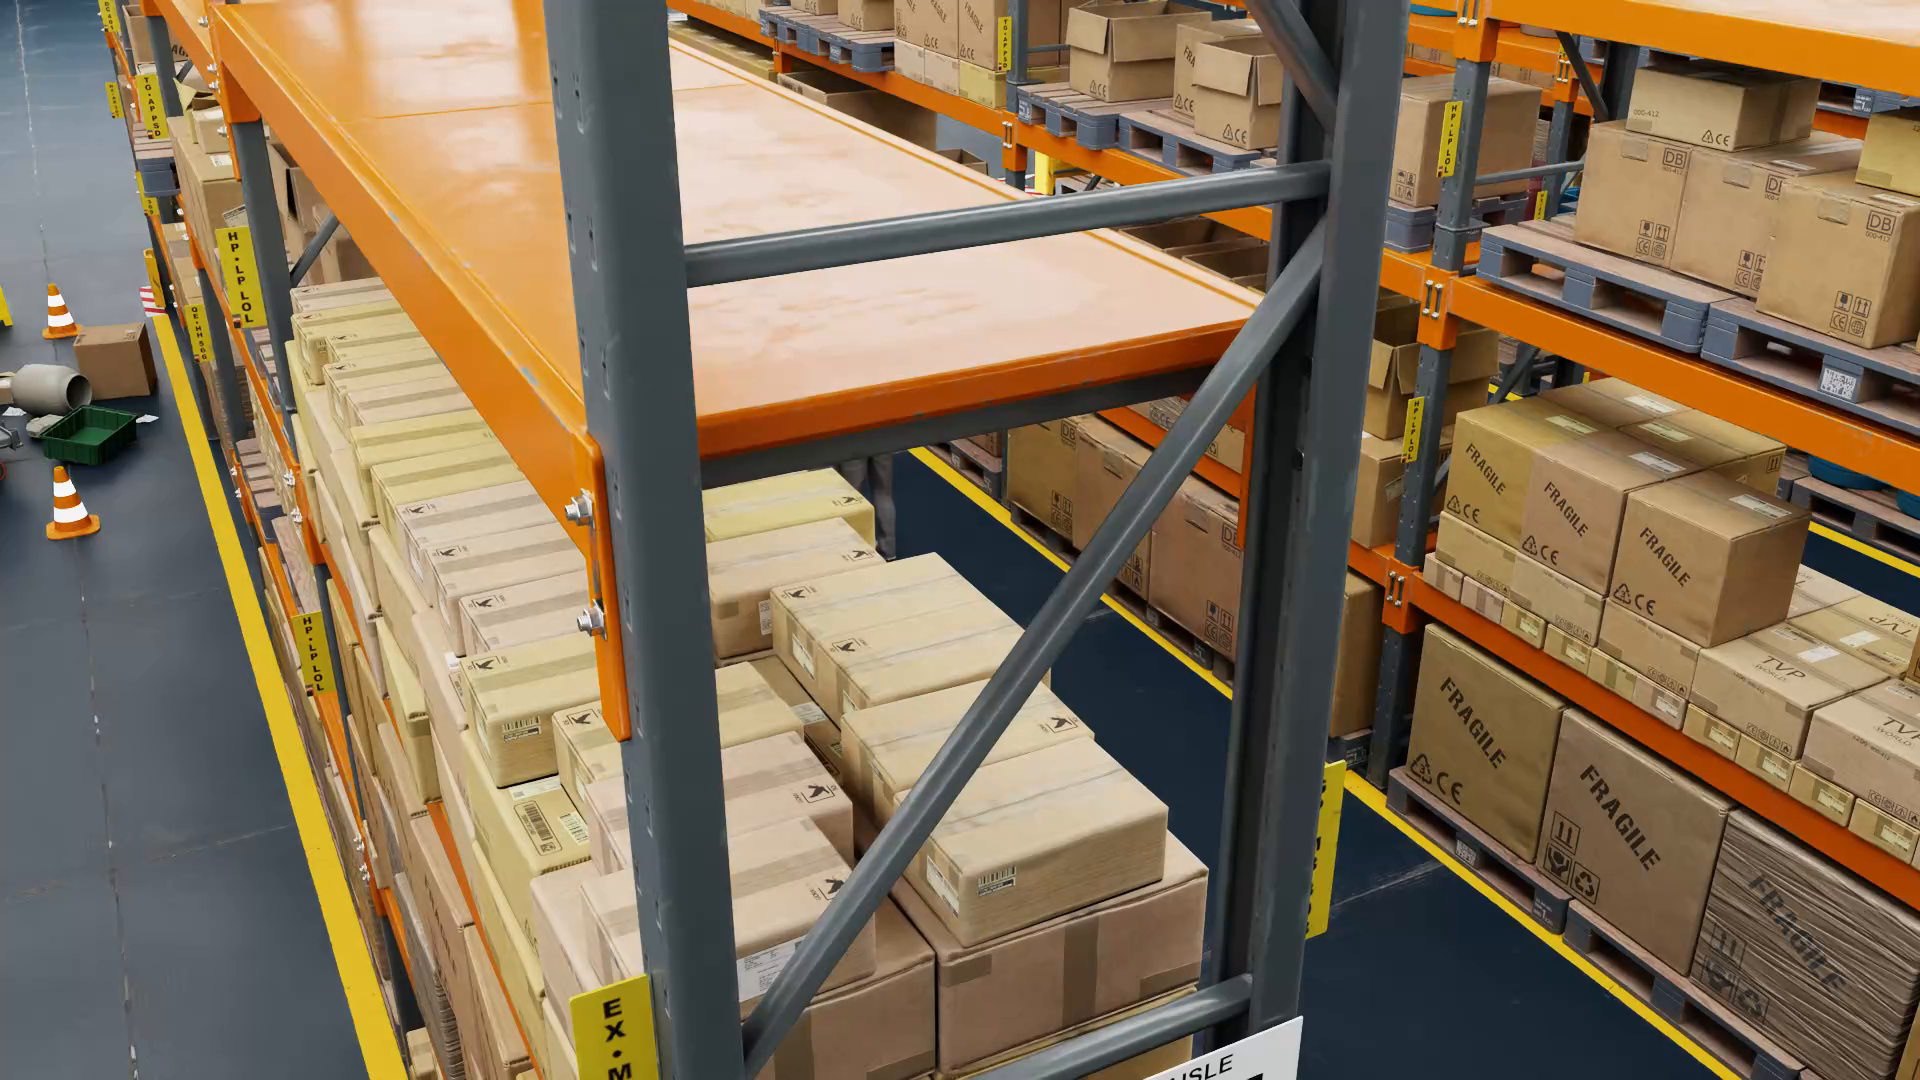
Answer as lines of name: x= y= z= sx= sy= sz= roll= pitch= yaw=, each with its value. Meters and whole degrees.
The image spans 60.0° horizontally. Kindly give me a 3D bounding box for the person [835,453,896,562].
person: x=-0.635 y=-0.617 z=10.841 sx=0.440 sy=1.697 sz=0.350 roll=-13 pitch=28 yaw=-25
